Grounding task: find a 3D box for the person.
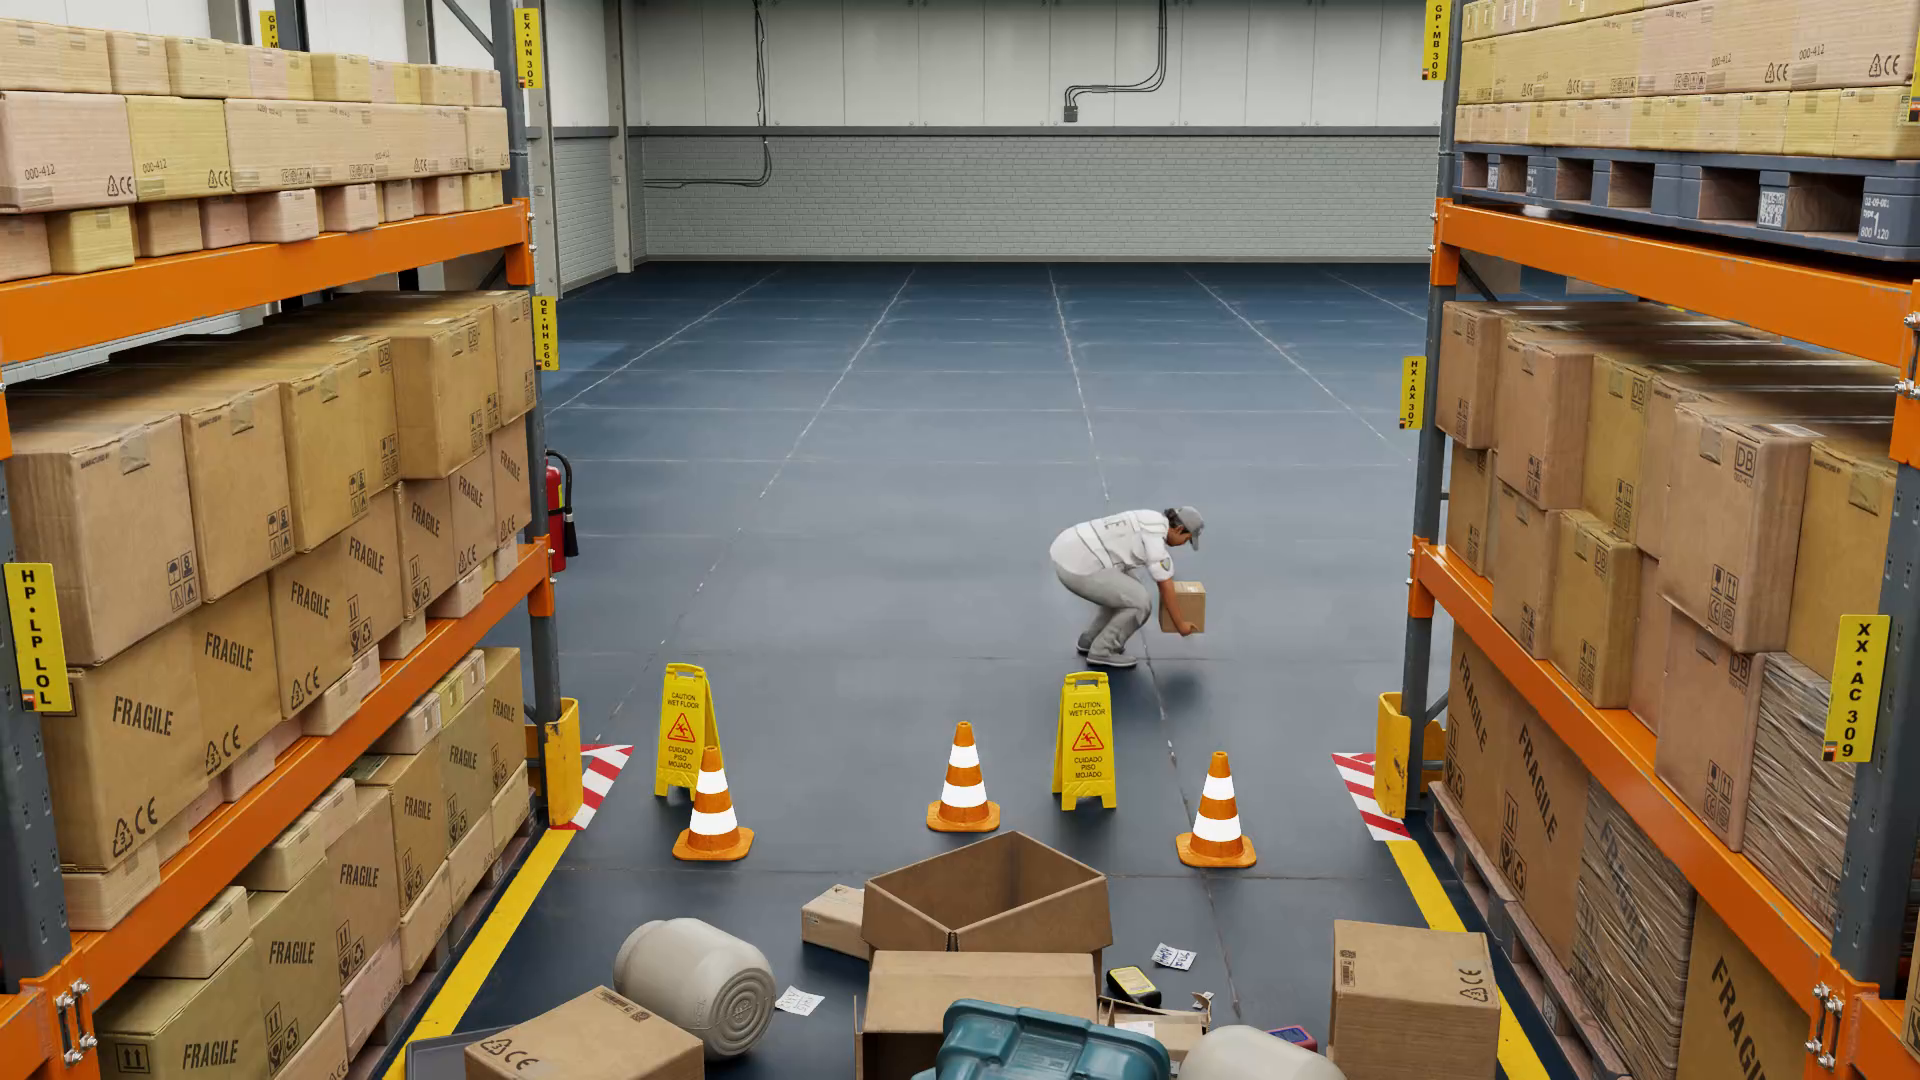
[{"bbox_3d":[0.994,0.263,9.955,0.916,0.940,0.514,0,14,-1],"label":"person"}]
